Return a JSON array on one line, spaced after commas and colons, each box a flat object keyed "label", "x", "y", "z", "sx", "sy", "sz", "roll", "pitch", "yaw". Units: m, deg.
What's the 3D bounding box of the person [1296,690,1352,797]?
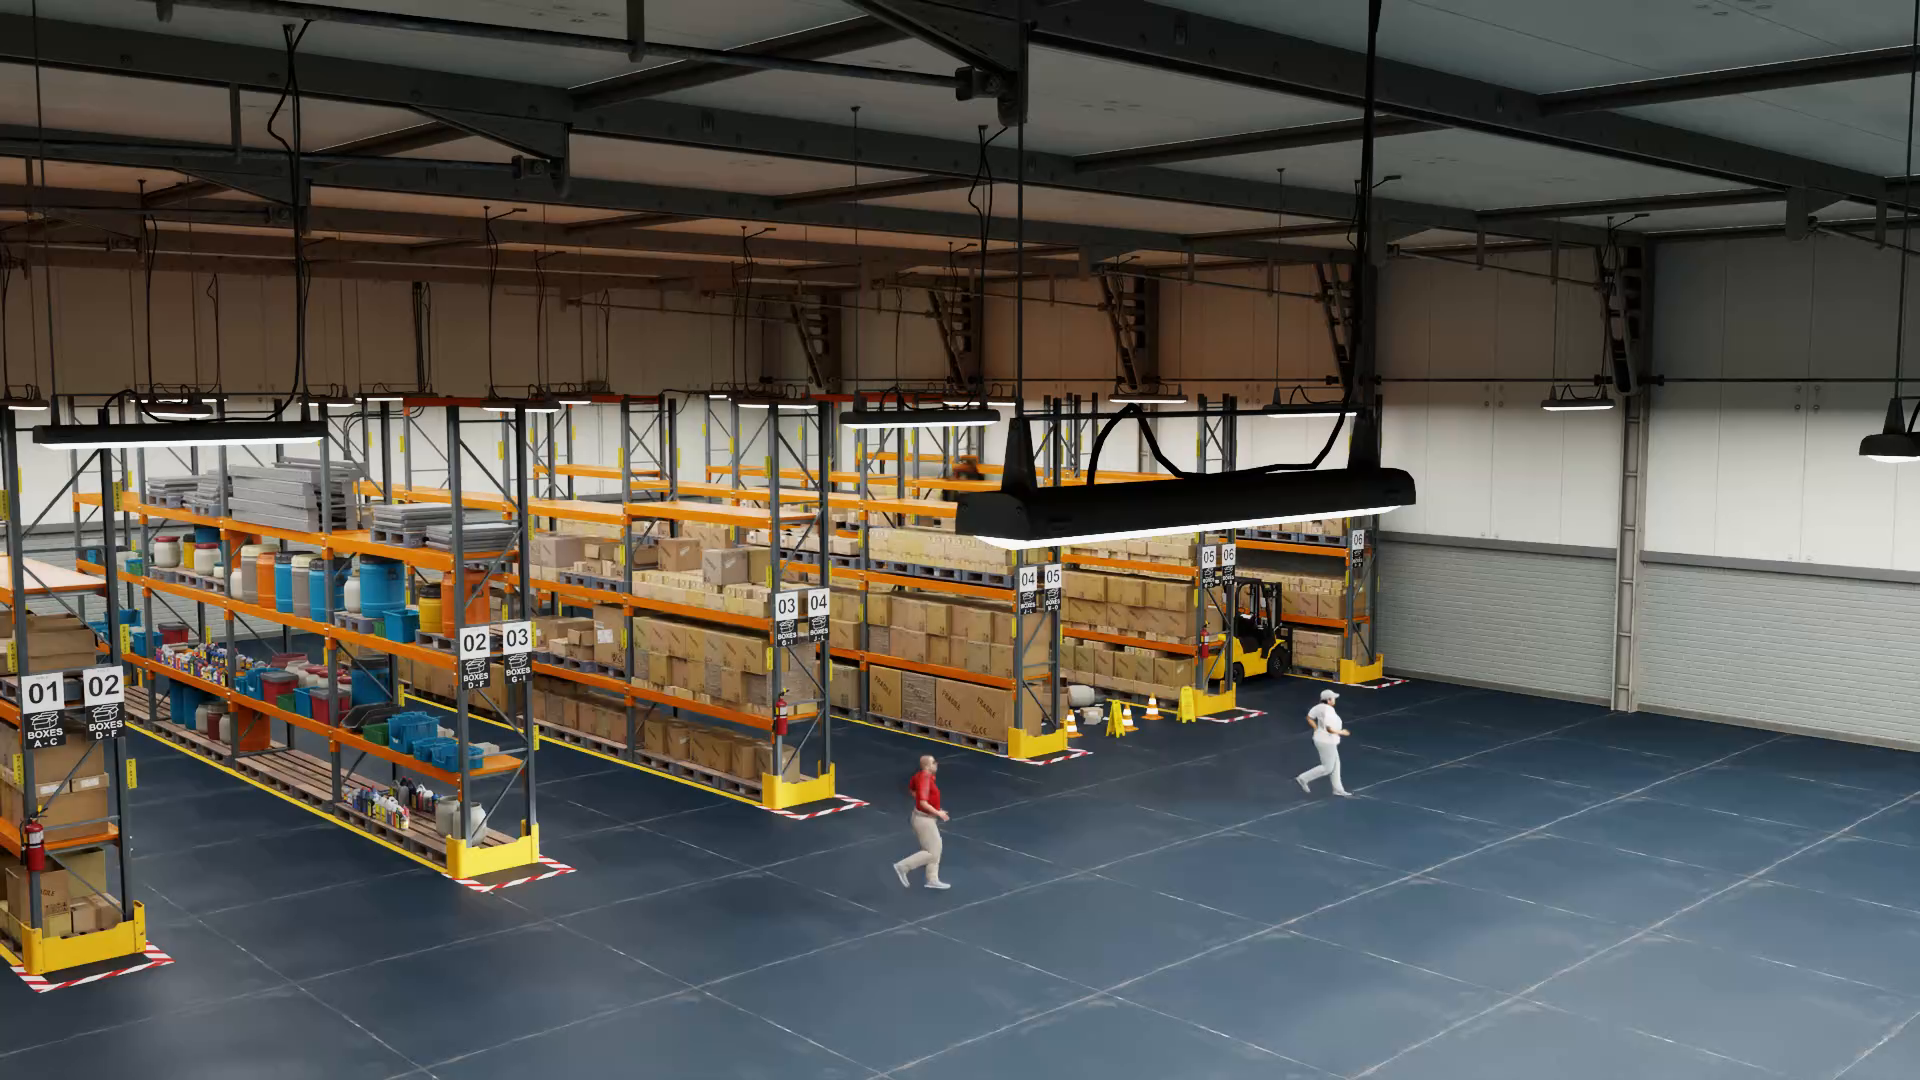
[{"label": "person", "x": 5.507, "y": 3.089, "z": 25.115, "sx": 0.900, "sy": 1.656, "sz": 0.613, "roll": 0, "pitch": 6, "yaw": -4}]

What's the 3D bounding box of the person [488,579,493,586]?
[{"label": "person", "x": -10.999, "y": 1.745, "z": 38.585, "sx": 0.703, "sy": 1.739, "sz": 0.694, "roll": 0, "pitch": 6, "yaw": -2}]

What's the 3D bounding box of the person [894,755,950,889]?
[{"label": "person", "x": -0.487, "y": 3.508, "z": 20.618, "sx": 0.749, "sy": 1.716, "sz": 0.666, "roll": -1, "pitch": 6, "yaw": -13}]

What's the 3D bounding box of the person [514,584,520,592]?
[{"label": "person", "x": -10.902, "y": 1.671, "z": 40.341, "sx": 0.467, "sy": 1.542, "sz": 0.603, "roll": -5, "pitch": 7, "yaw": -42}]
